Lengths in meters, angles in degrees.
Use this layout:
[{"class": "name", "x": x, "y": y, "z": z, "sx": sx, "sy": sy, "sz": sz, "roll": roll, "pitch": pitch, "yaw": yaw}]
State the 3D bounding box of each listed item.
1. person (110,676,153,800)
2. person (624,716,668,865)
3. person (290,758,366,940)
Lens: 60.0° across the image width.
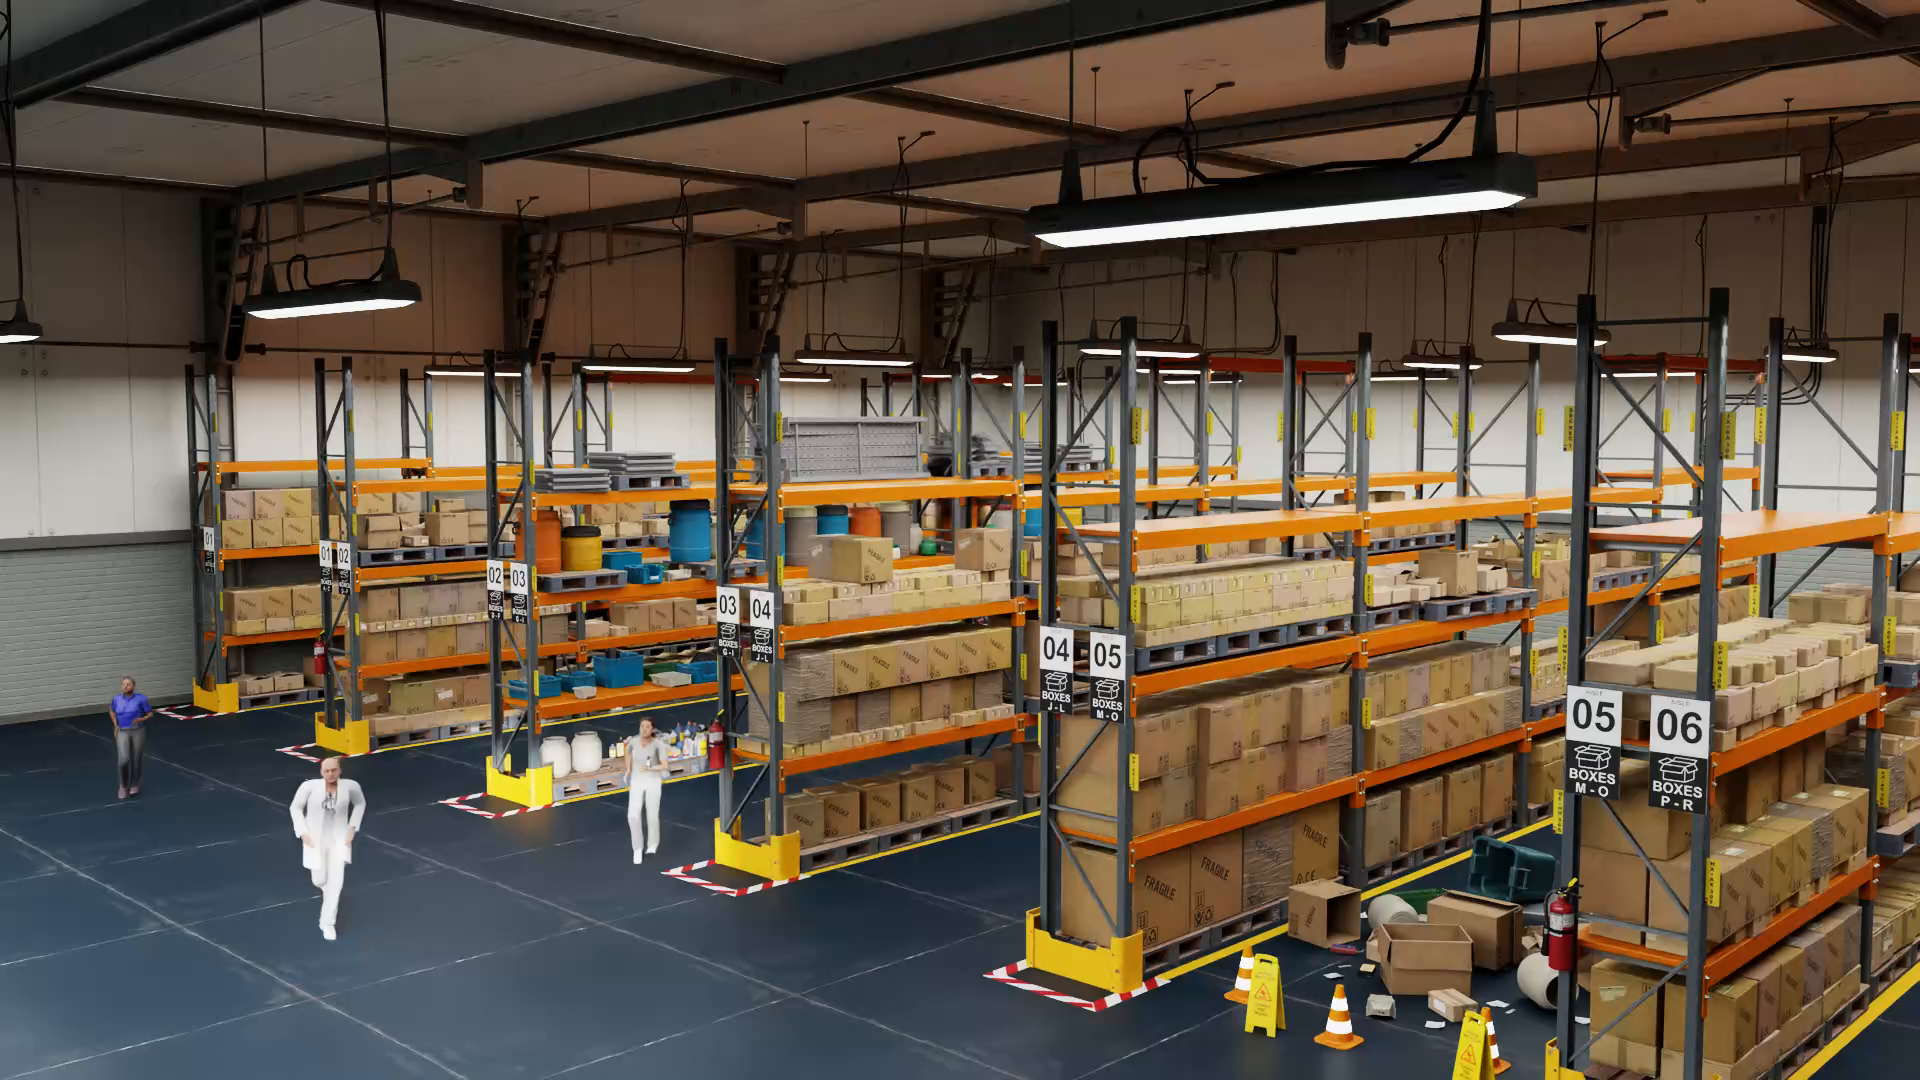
[{"class": "person", "x": -11.091, "y": 2.660, "z": 22.252, "sx": 0.550, "sy": 1.658, "sz": 0.667, "roll": -2, "pitch": 5, "yaw": -20}, {"class": "person", "x": -3.624, "y": 2.868, "z": 19.151, "sx": 0.549, "sy": 1.700, "sz": 0.679, "roll": 0, "pitch": 4, "yaw": 1}, {"class": "person", "x": -6.351, "y": 3.038, "z": 16.740, "sx": 0.712, "sy": 1.774, "sz": 1.018, "roll": -2, "pitch": 5, "yaw": -20}]
